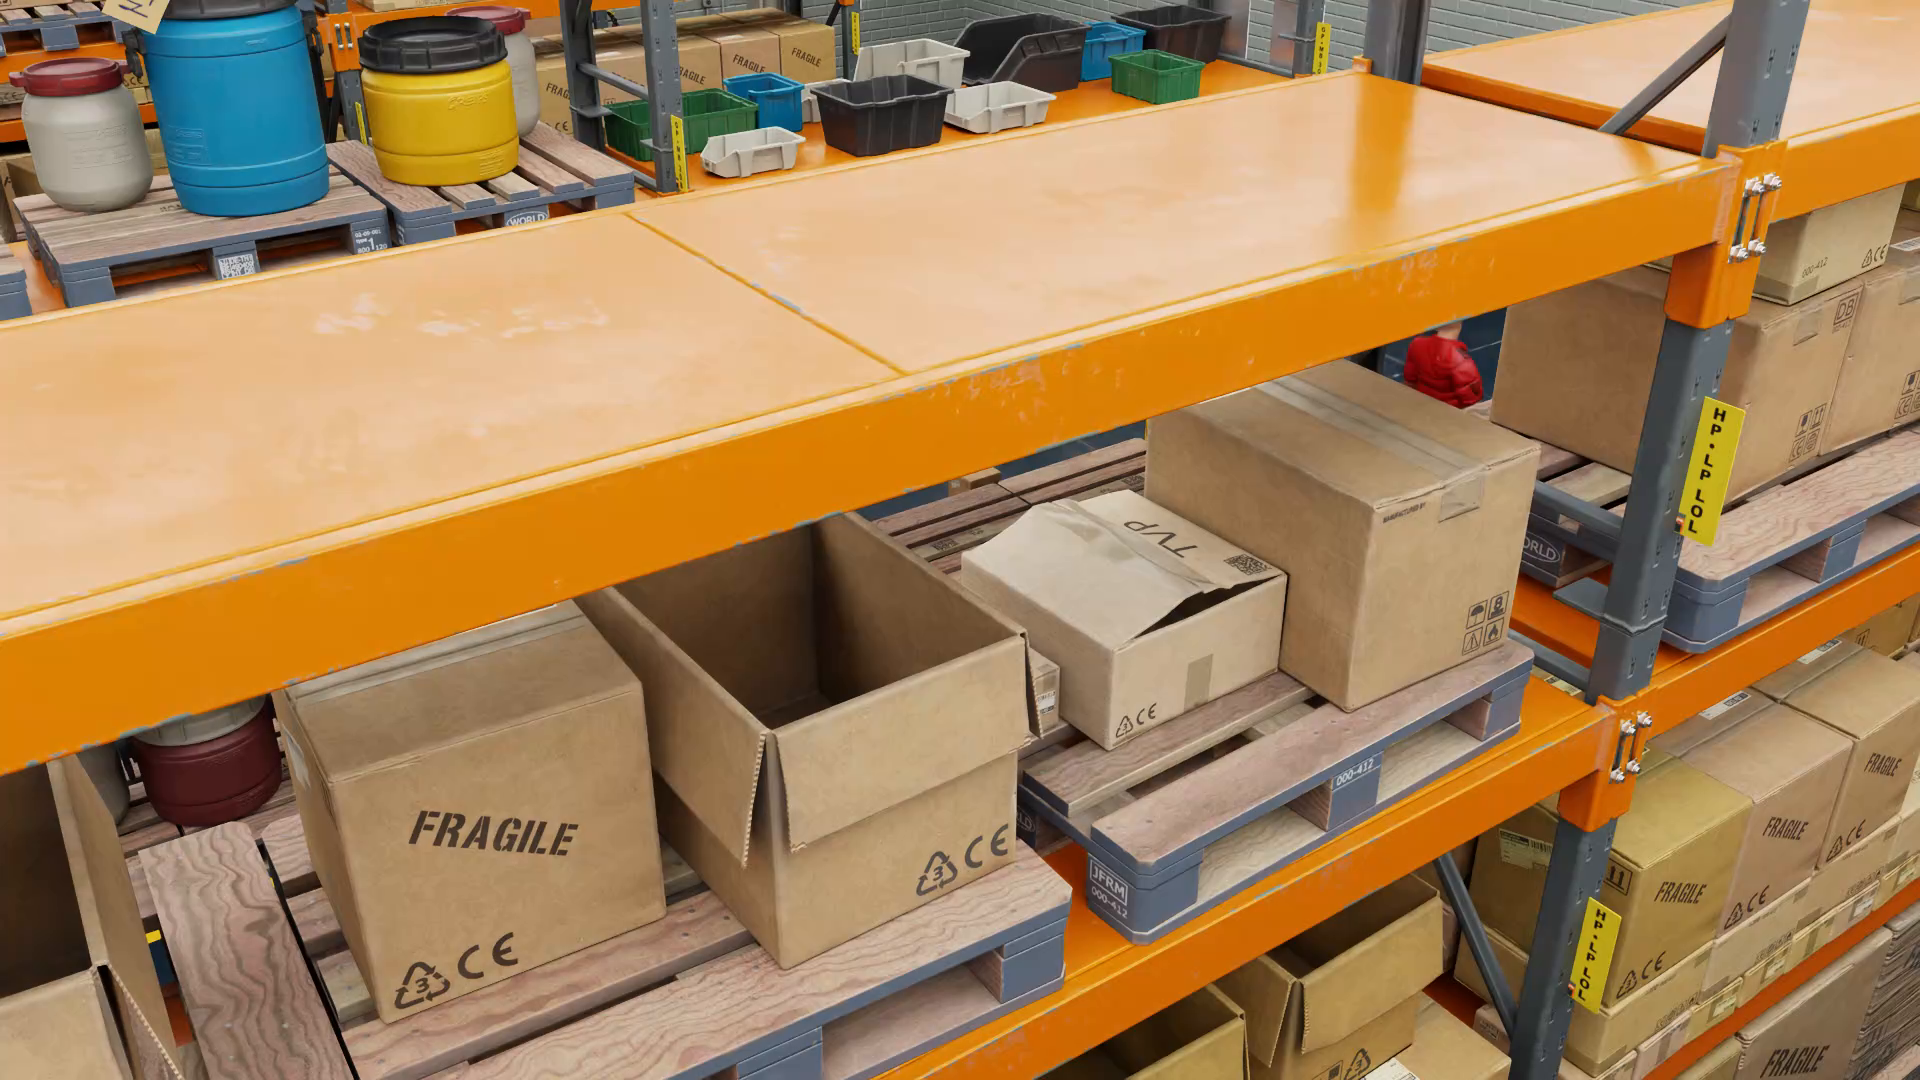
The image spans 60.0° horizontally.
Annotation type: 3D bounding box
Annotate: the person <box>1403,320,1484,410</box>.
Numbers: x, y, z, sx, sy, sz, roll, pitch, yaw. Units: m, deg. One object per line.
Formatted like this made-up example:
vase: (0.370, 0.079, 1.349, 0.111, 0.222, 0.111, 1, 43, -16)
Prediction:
person: (2.890, -0.590, 9.790, 0.614, 1.744, 0.564, -9, 30, -16)
